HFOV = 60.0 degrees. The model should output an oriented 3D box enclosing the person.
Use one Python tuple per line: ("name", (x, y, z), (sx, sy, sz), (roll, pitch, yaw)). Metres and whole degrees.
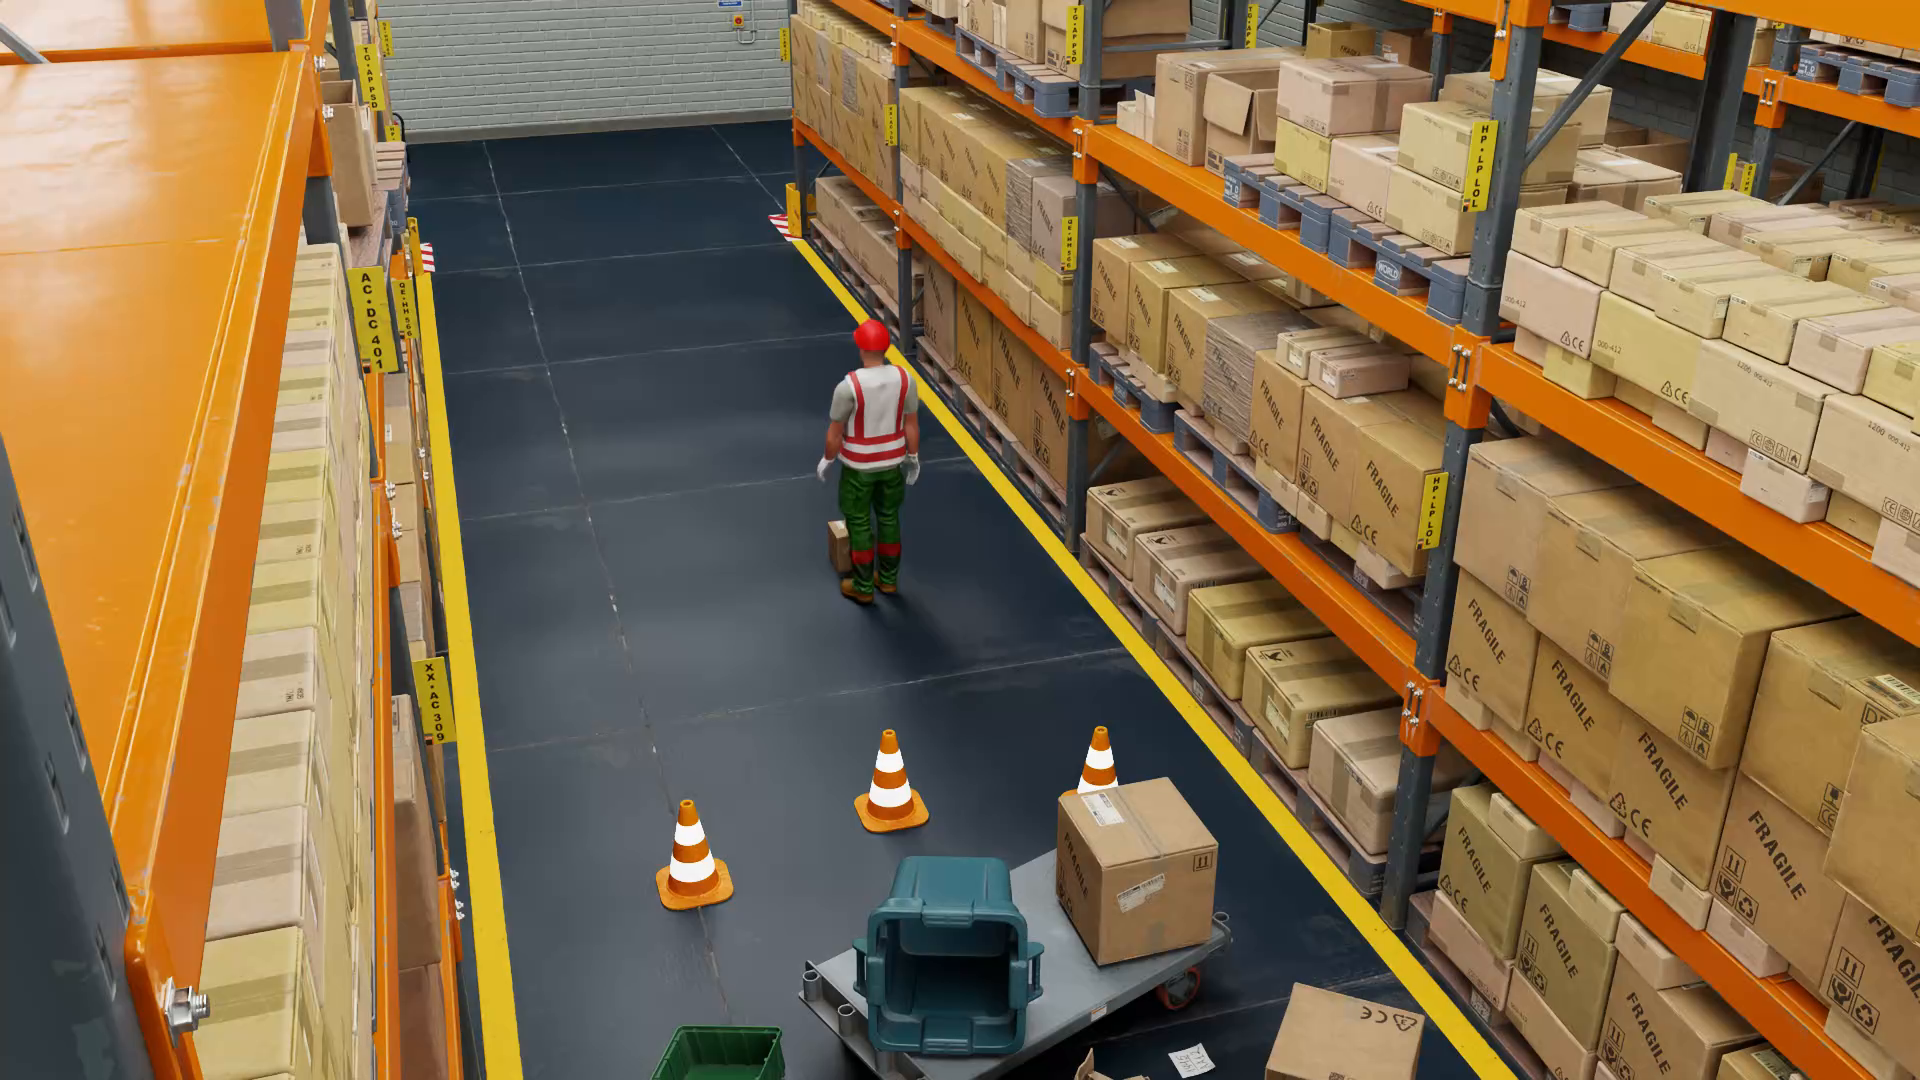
("person", (-0.562, -0.472, 10.015), (0.599, 1.814, 0.429), (-12, 28, -23))
